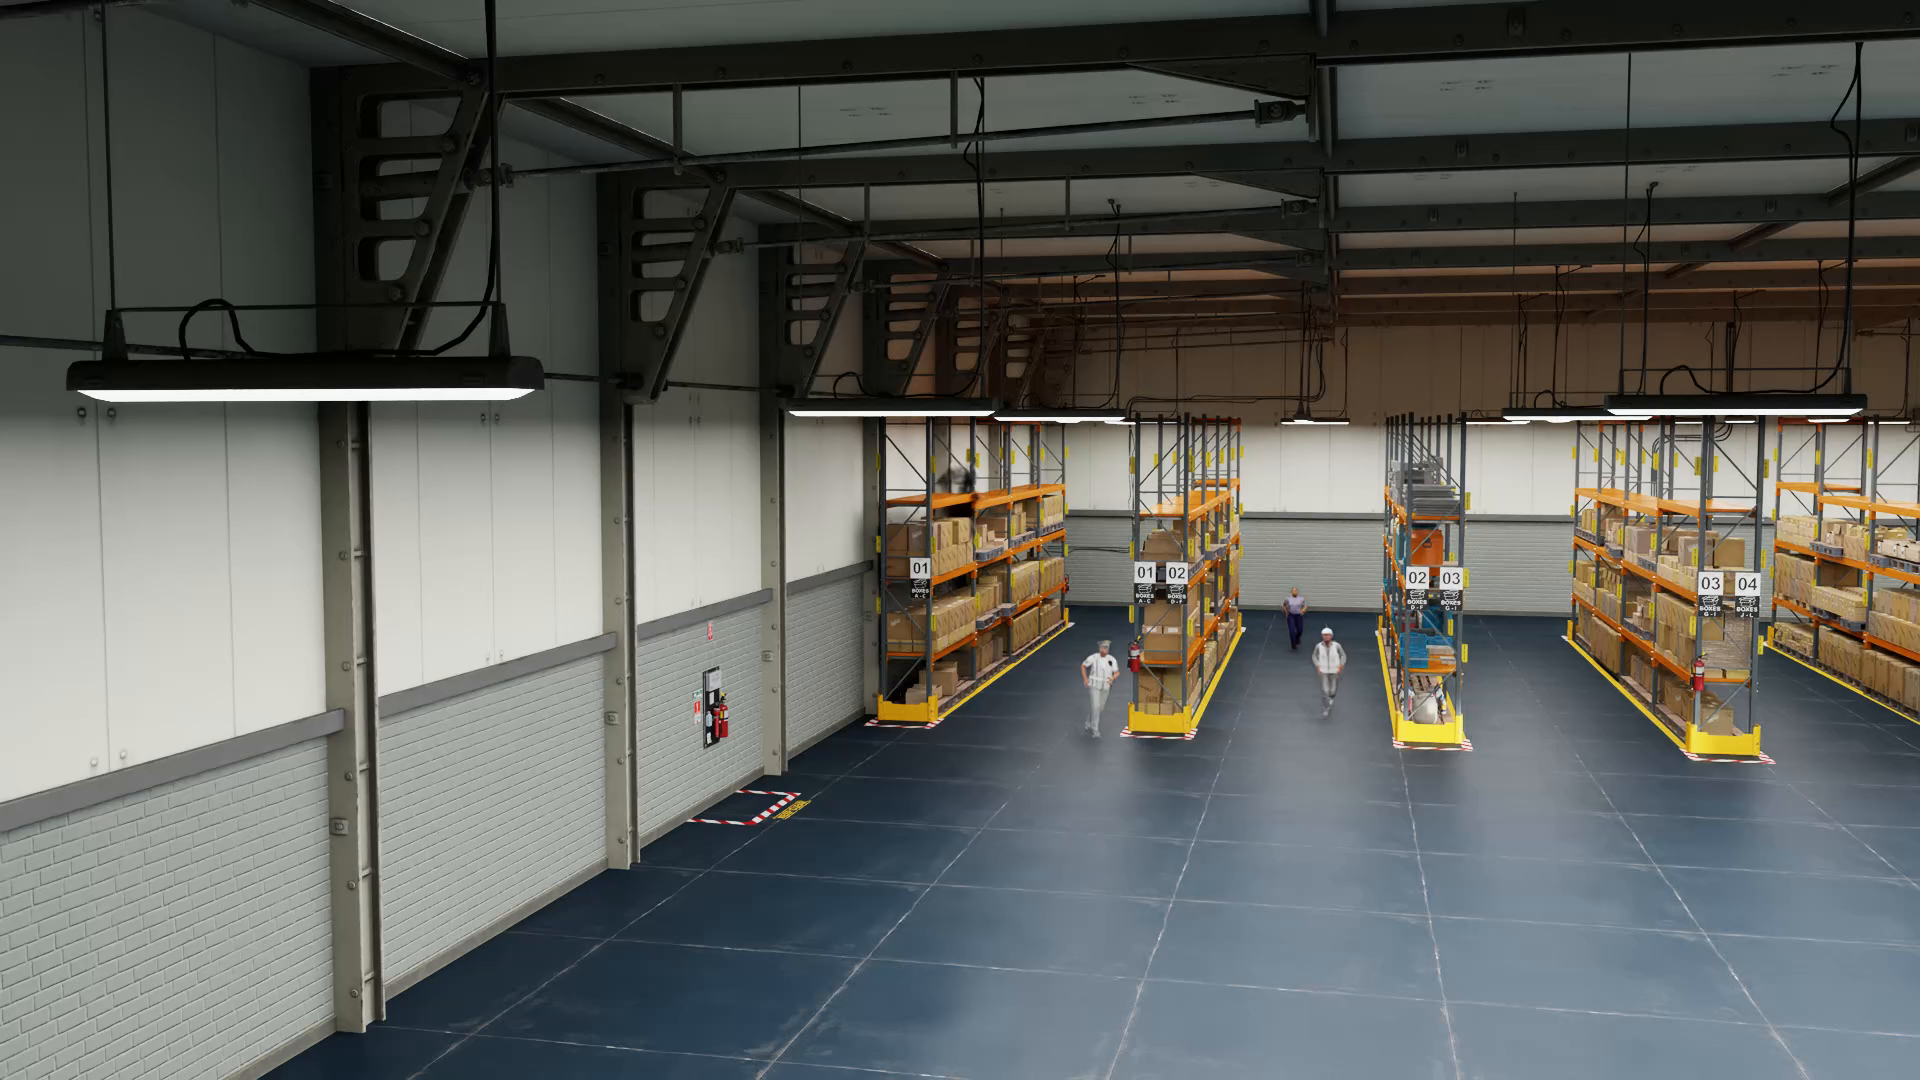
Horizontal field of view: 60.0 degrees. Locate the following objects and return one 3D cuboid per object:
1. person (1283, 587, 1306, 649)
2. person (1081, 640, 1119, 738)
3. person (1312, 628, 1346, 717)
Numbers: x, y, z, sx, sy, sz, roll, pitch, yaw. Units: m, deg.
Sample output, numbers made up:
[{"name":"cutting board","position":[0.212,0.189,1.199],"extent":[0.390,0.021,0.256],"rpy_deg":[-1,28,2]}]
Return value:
[{"name":"person","position":[8.657,2.024,43.038],"extent":[0.594,1.581,0.537],"rpy_deg":[1,4,8]},{"name":"person","position":[2.627,2.754,31.085],"extent":[0.673,1.781,0.836],"rpy_deg":[-1,4,-16]},{"name":"person","position":[7.355,2.618,33.170],"extent":[0.668,1.756,0.651],"rpy_deg":[1,4,12]}]
